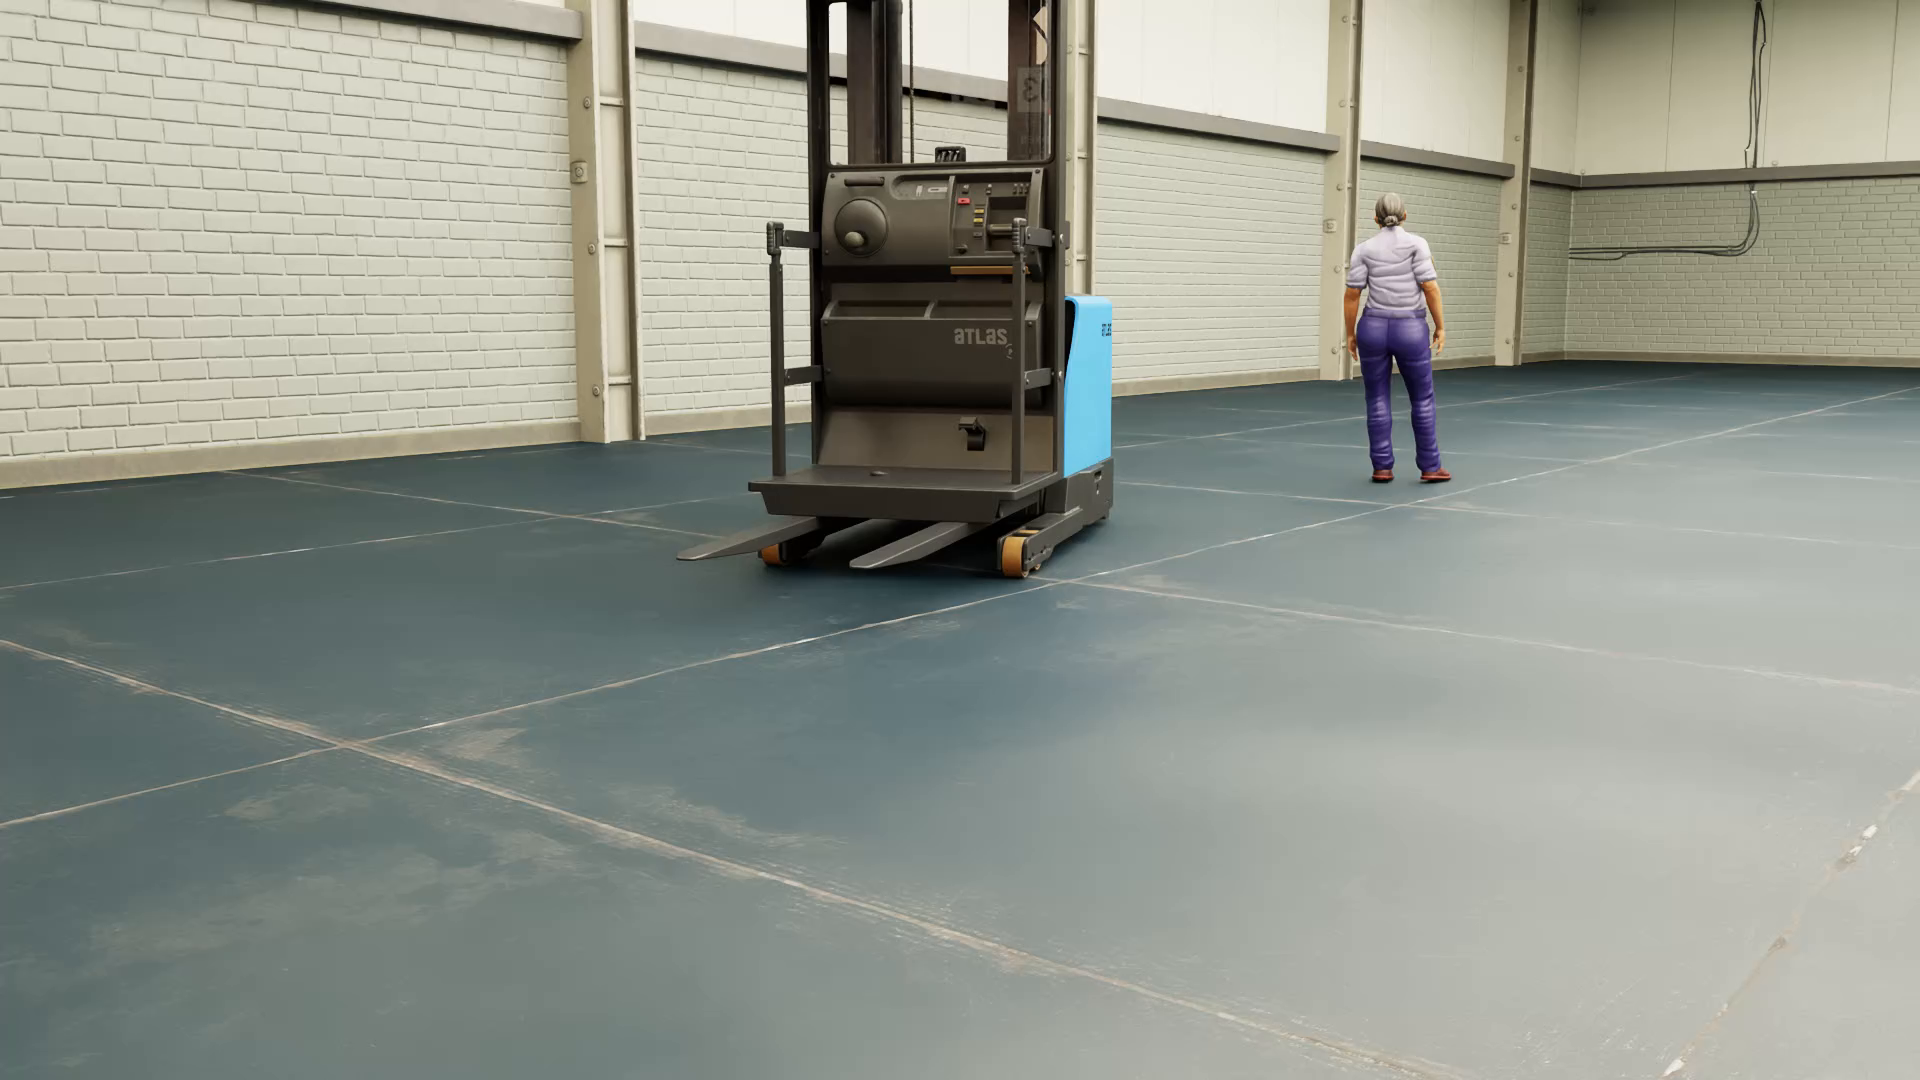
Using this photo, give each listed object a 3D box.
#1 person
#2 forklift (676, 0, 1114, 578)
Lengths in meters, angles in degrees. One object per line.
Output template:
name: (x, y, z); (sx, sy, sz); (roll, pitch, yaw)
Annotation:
person: (2.549, -1.168, 9.649); (0.598, 1.650, 0.502); (4, 9, 25)
forklift: (-0.176, -1.366, 6.616); (1.130, 2.935, 3.031); (3, 9, 17)
